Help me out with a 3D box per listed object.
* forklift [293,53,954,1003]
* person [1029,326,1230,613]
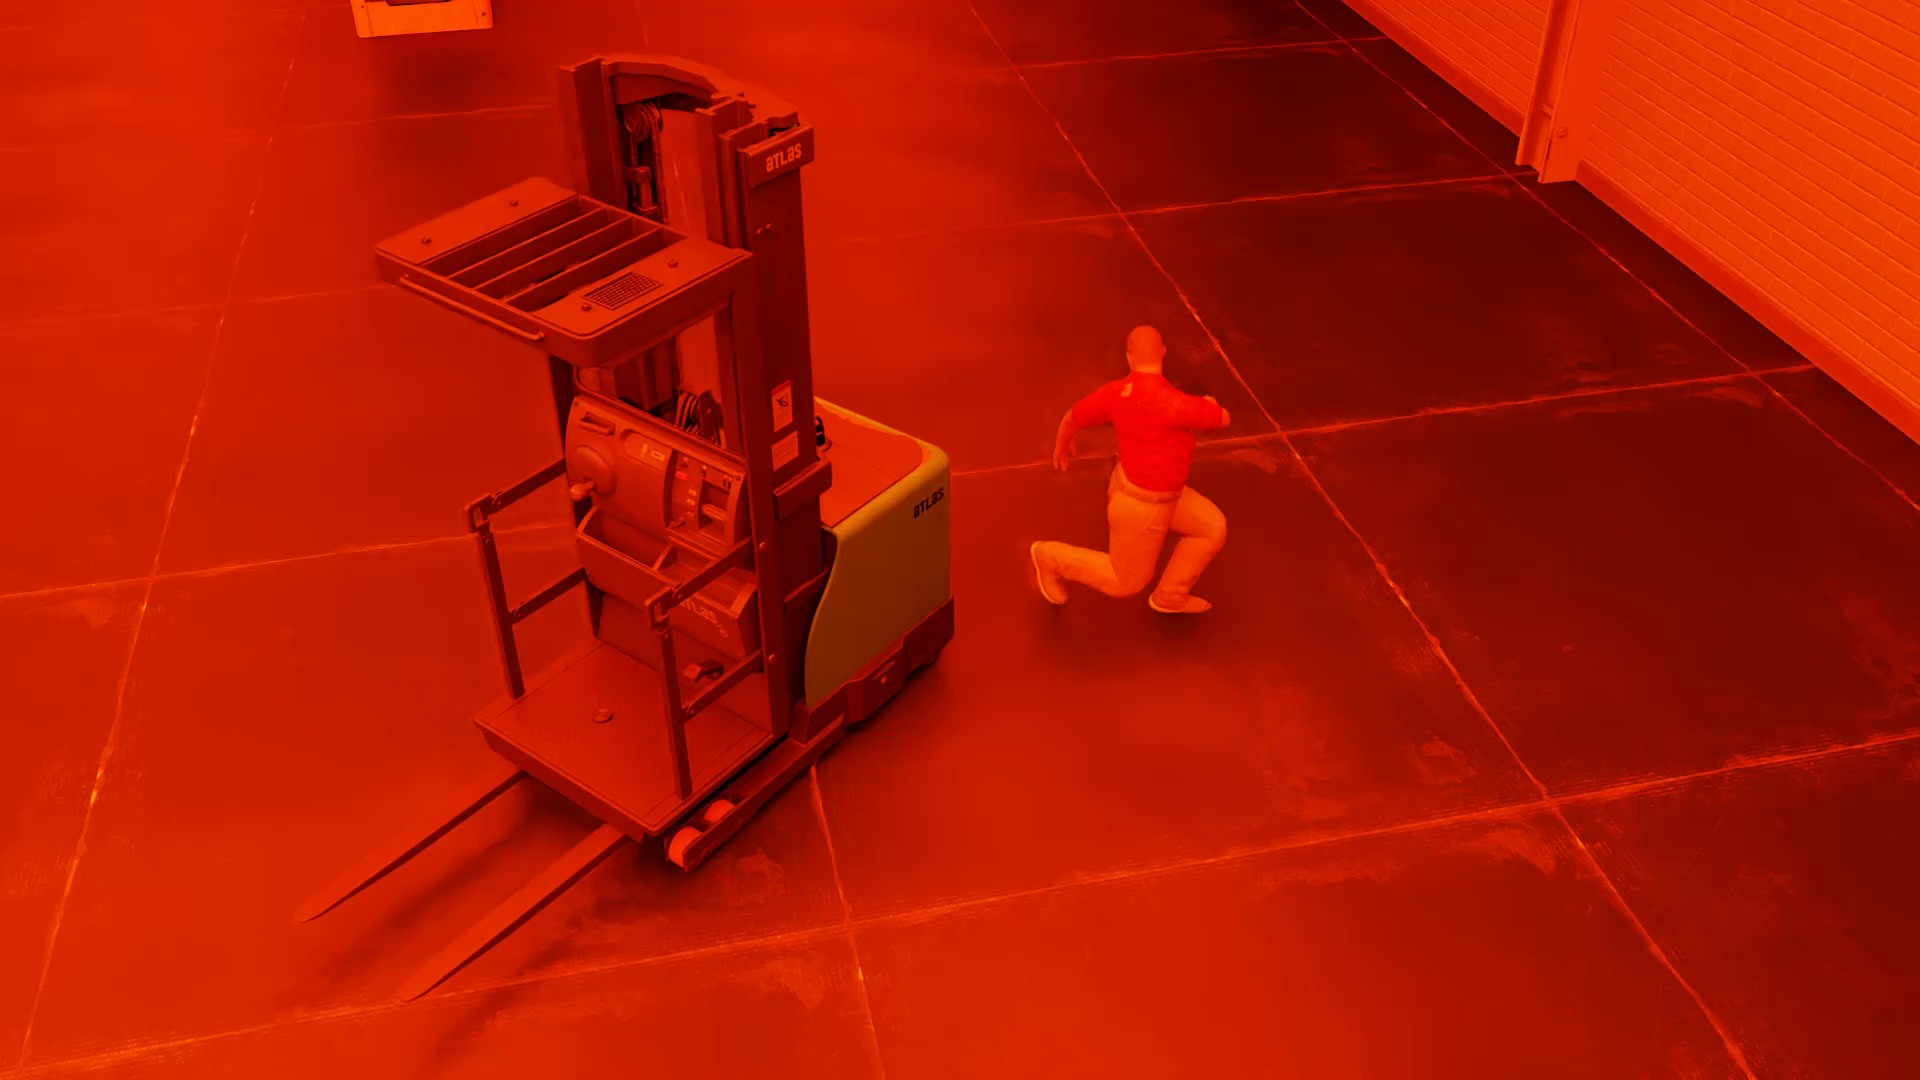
[{"bbox_3d":[-1.319,-0.190,6.315,1.130,2.935,3.031,24,42,29],"label":"forklift"},{"bbox_3d":[0.800,-0.305,7.779,0.927,1.502,0.672,0,36,0],"label":"person"}]
